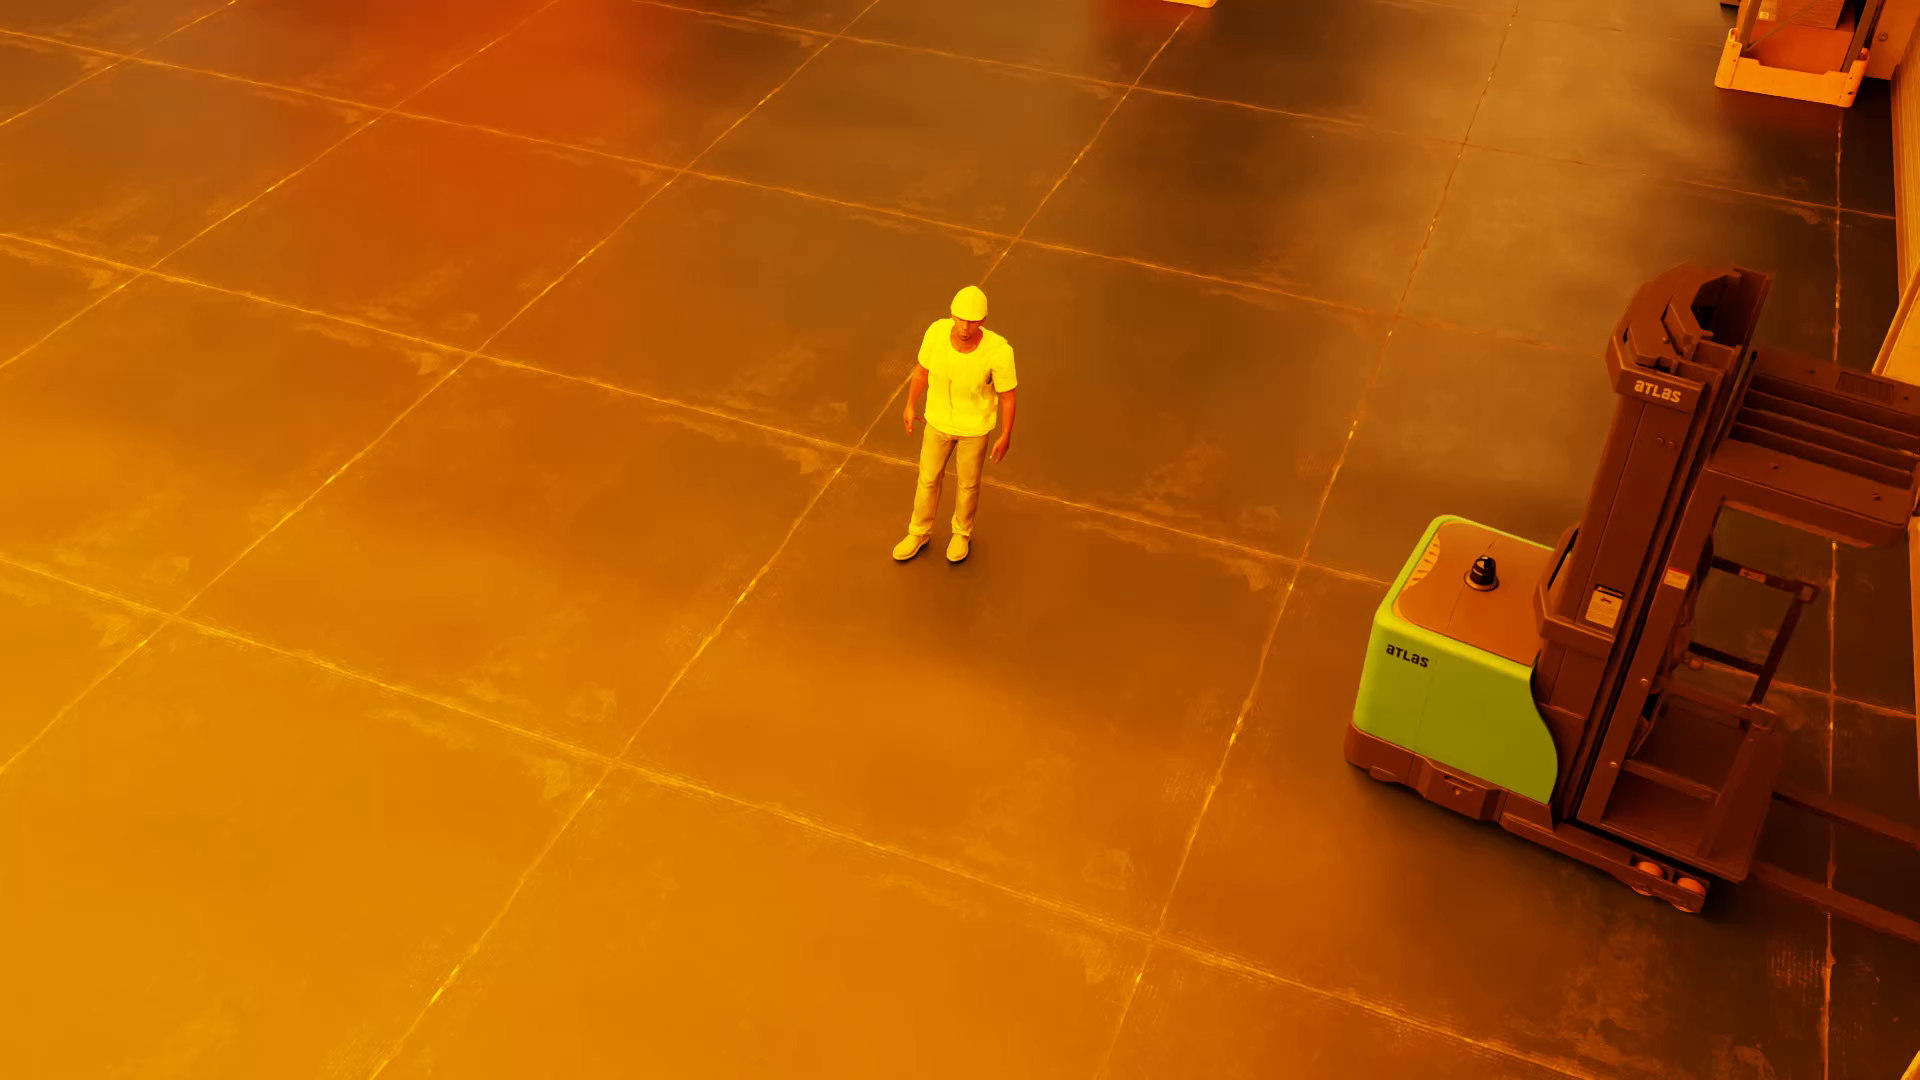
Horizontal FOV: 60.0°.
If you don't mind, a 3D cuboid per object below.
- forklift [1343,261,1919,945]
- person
[{"bbox_3d":[3.564,0.298,7.651,3.031,2.935,1.130,21,44,23],"label":"forklift"},{"bbox_3d":[-0.032,-0.643,9.670,0.665,1.768,0.575,15,42,17],"label":"person"}]
